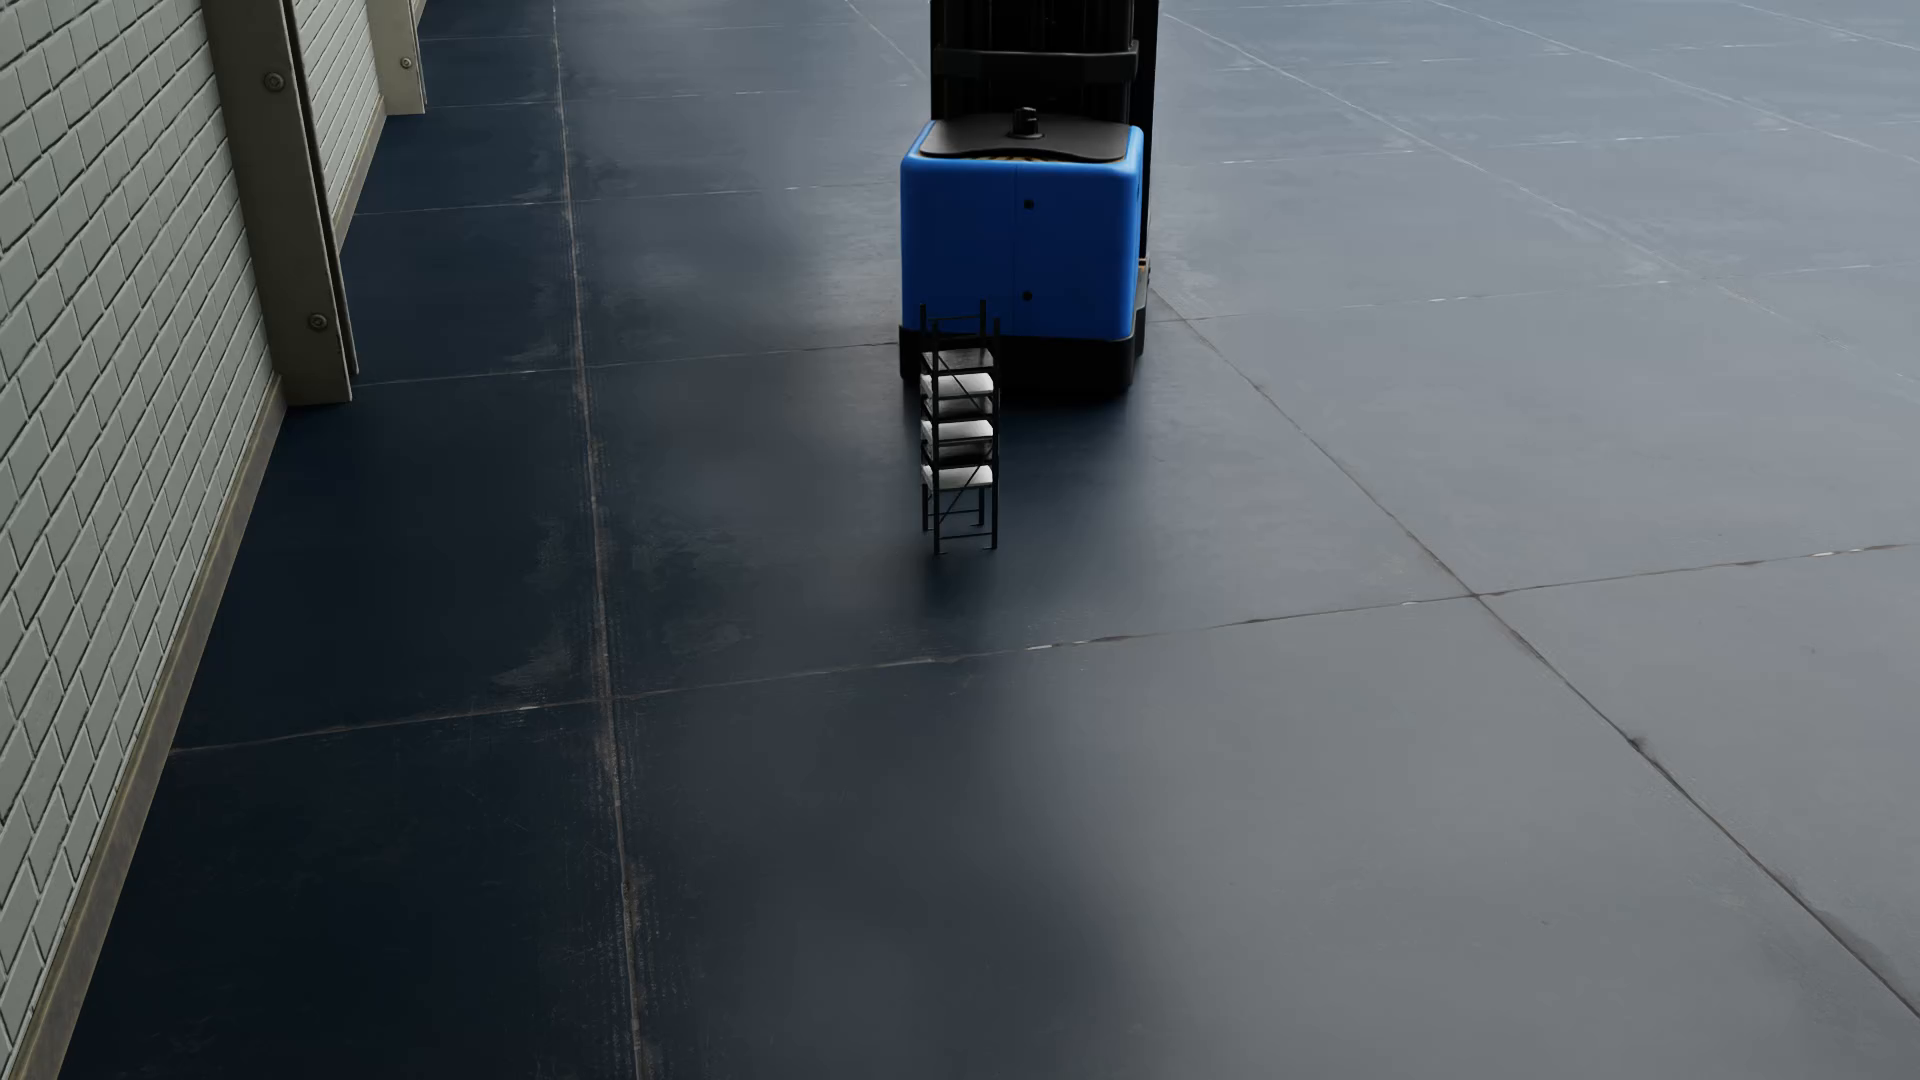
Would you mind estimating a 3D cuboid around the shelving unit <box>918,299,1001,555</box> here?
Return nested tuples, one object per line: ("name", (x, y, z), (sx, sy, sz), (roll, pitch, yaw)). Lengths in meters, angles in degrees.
("shelving unit", (-0.002, -0.405, 6.054), (0.258, 0.900, 0.210), (-6, 27, -12))

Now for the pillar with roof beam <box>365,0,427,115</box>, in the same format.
("pillar with roof beam", (-0.096, -7.785, 11.688), (9.100, 9.000, 0.400), (-6, 27, -12))

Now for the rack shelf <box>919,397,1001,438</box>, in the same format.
("rack shelf", (-0.002, -0.456, 6.029), (0.258, 0.077, 0.200), (-6, 27, -12))

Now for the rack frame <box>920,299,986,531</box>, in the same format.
("rack frame", (-0.025, -0.450, 6.143), (0.240, 0.900, 0.006), (-6, 27, -12))

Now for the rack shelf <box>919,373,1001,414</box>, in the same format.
("rack shelf", (-0.002, -0.536, 5.988), (0.258, 0.077, 0.200), (-6, 27, -12))

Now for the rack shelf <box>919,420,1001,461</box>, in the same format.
("rack shelf", (-0.002, -0.376, 6.069), (0.258, 0.077, 0.200), (-6, 27, -12))

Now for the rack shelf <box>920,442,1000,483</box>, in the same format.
("rack shelf", (-0.002, -0.295, 6.110), (0.258, 0.077, 0.200), (-6, 27, -12))

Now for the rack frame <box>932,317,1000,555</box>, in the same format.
("rack frame", (0.021, -0.361, 5.966), (0.240, 0.900, 0.006), (-6, 27, -12))

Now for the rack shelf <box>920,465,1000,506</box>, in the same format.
("rack shelf", (-0.002, -0.215, 6.150), (0.258, 0.077, 0.200), (-6, 27, -12))

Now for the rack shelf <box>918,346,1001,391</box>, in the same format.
("rack shelf", (-0.002, -0.617, 5.948), (0.258, 0.077, 0.200), (-6, 27, -12))

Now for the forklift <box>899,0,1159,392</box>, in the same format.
("forklift", (0.433, -2.603, 8.154), (1.130, 2.935, 3.031), (3, 27, 7))

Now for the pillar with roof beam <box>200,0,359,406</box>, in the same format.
("pillar with roof beam", (1.256, -5.151, 6.469), (9.100, 9.000, 0.400), (-6, 27, -12))
